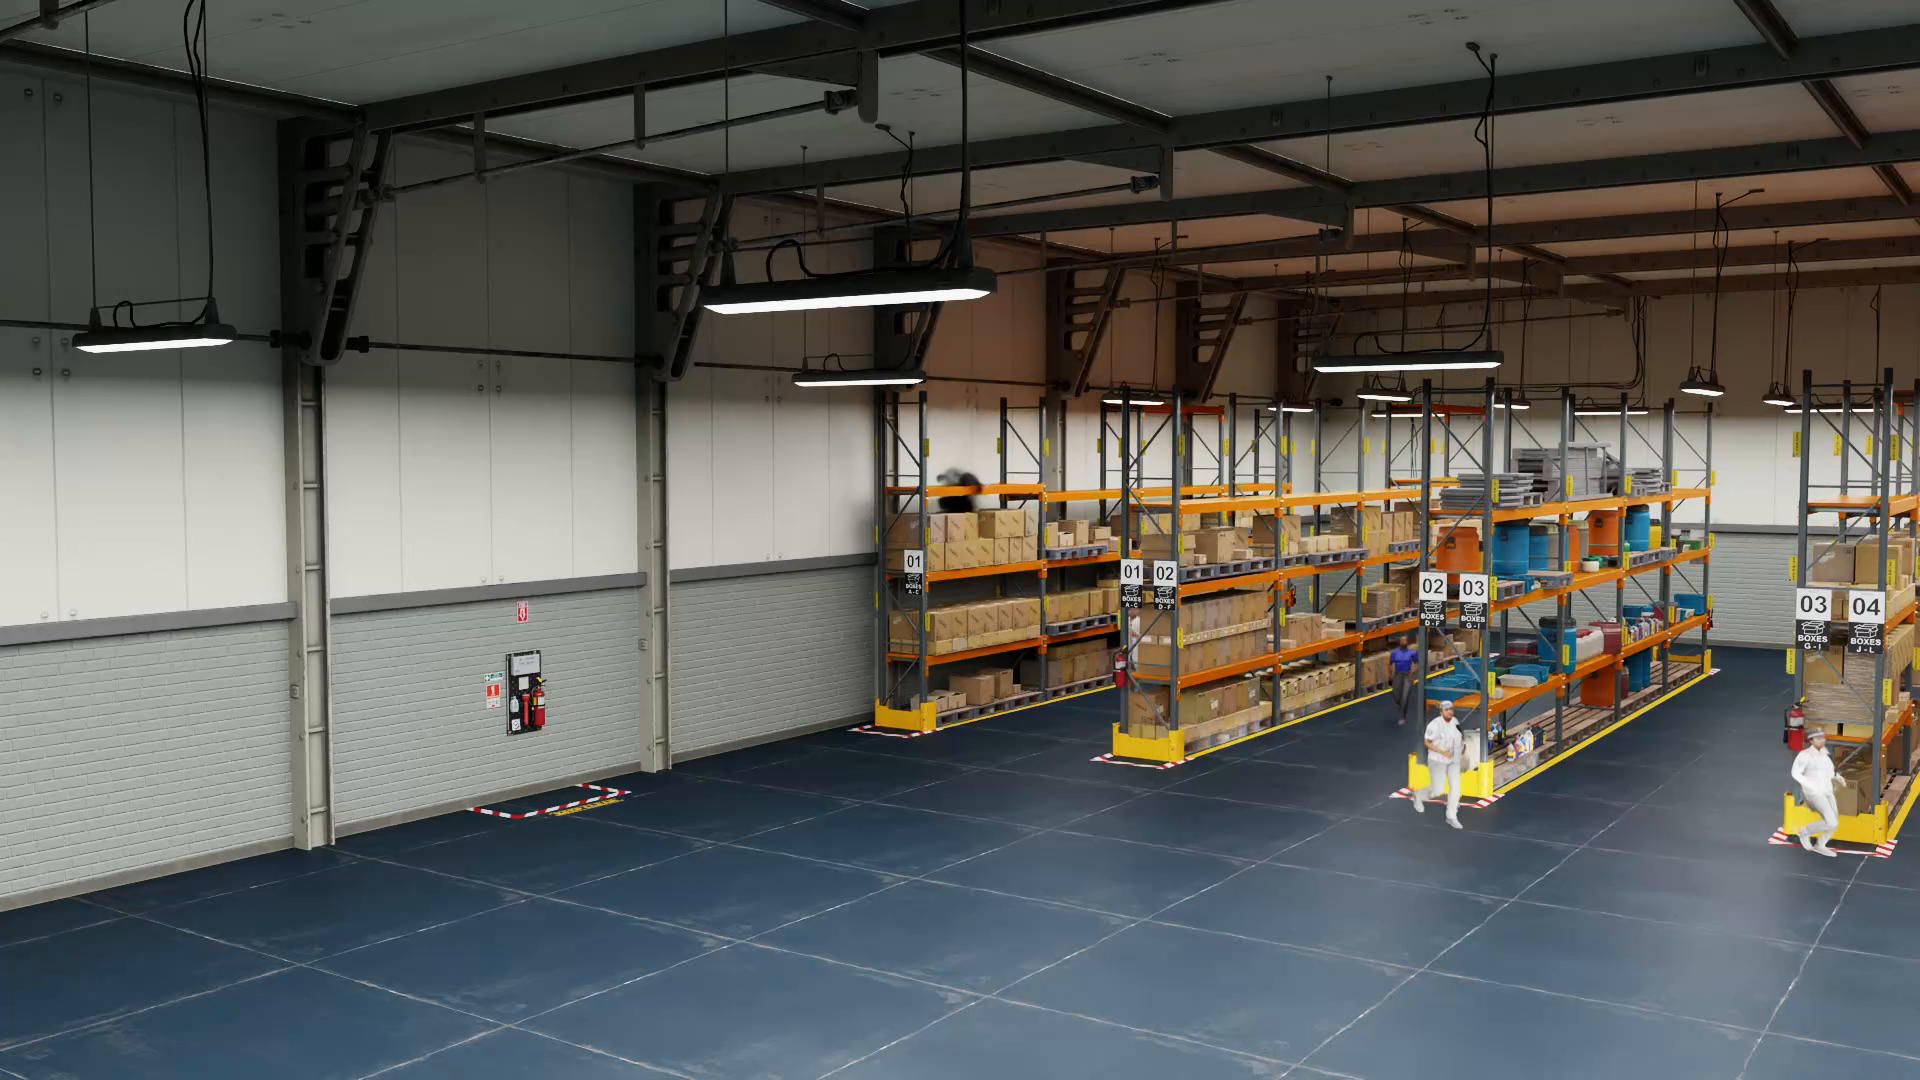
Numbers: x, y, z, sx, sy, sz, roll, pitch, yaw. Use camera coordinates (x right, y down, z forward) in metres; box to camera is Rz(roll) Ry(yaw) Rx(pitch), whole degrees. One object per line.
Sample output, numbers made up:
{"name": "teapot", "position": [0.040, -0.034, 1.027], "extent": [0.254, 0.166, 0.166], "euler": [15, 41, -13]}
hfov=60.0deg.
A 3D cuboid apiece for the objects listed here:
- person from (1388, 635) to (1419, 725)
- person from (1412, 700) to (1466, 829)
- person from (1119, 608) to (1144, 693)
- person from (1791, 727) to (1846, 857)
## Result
{"name": "person", "position": [8.078, 2.537, 30.253], "extent": [0.582, 1.608, 0.578], "euler": [1, 3, 24]}
{"name": "person", "position": [6.448, 2.960, 22.209], "extent": [0.615, 1.669, 0.828], "euler": [-1, 3, -19]}
{"name": "person", "position": [3.201, 2.135, 30.973], "extent": [0.682, 1.897, 0.779], "euler": [2, 4, 25]}
{"name": "person", "position": [10.490, 3.073, 20.314], "extent": [0.622, 1.625, 0.522], "euler": [-2, 4, -34]}
